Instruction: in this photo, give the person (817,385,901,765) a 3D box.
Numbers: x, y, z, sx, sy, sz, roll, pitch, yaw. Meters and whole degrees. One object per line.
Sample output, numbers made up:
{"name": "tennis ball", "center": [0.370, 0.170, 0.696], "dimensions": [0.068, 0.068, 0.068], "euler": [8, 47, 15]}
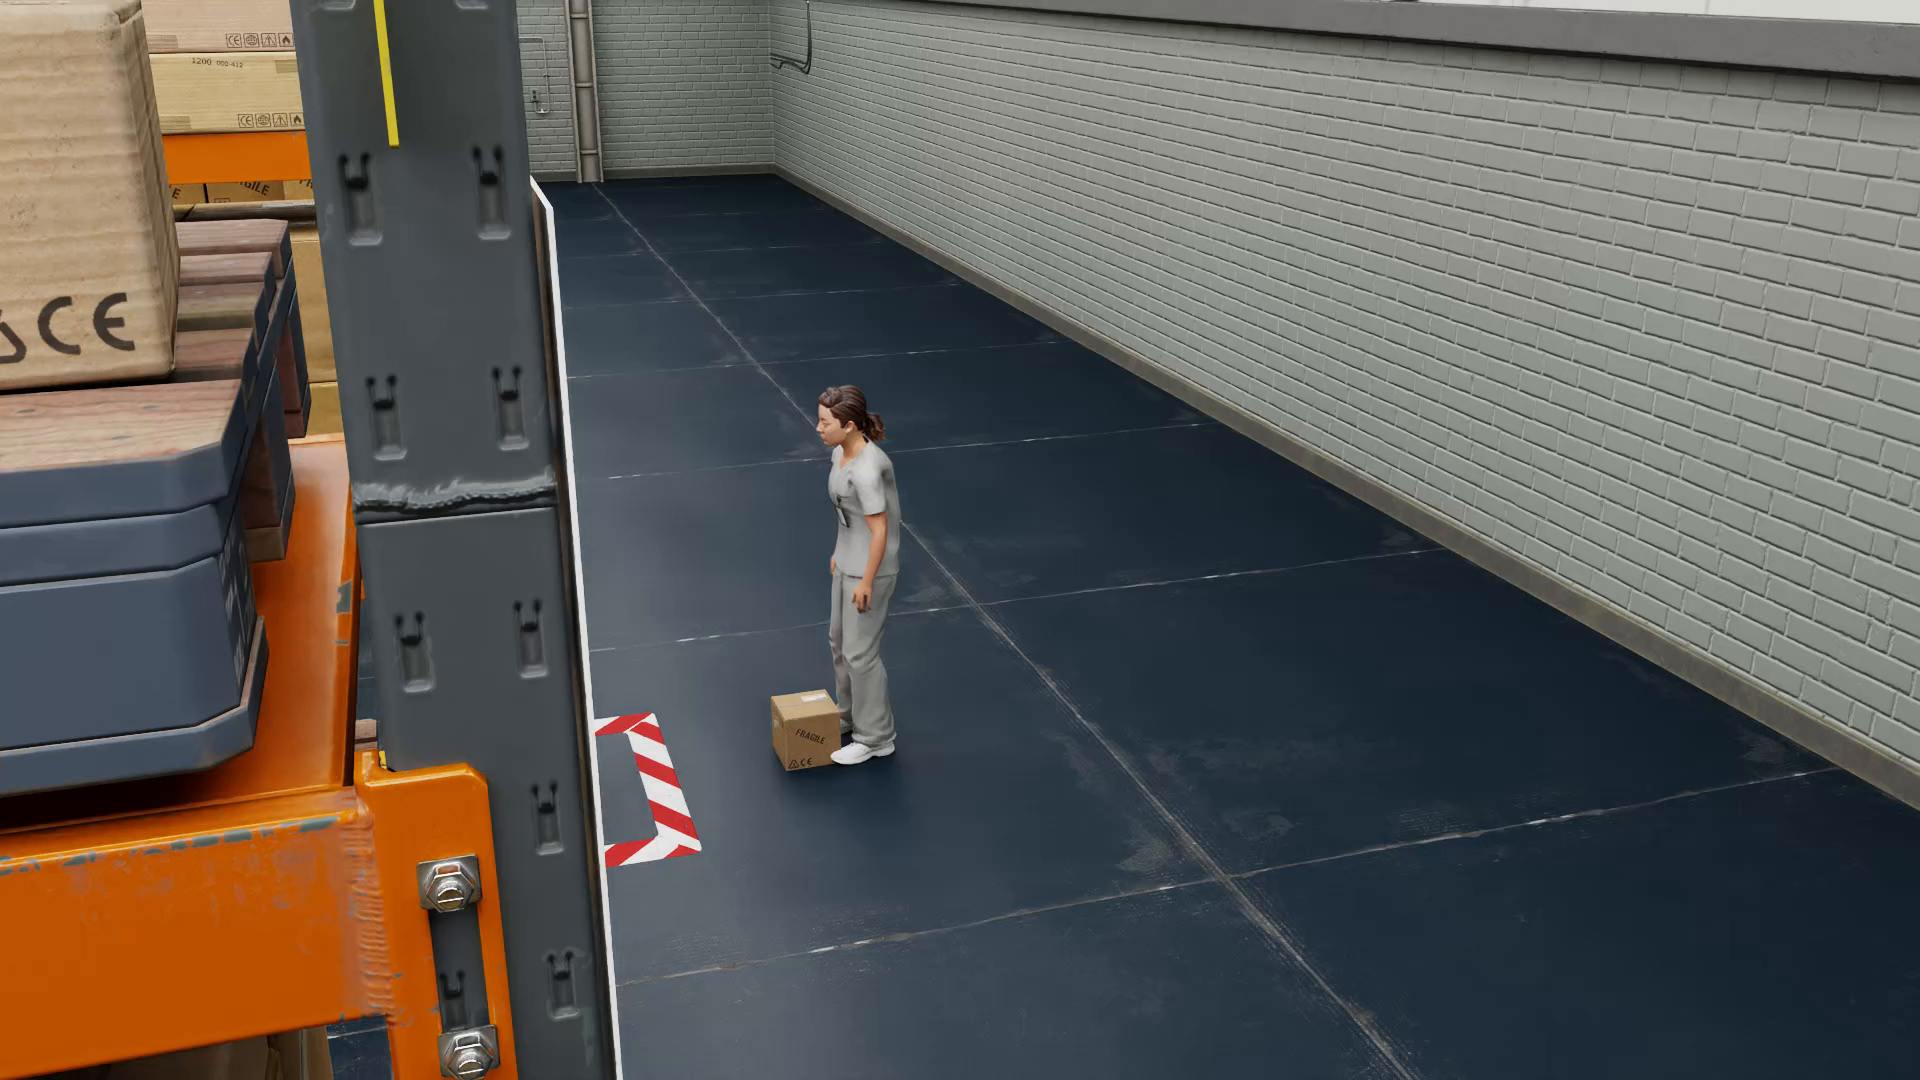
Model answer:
{"name": "person", "center": [-0.444, 0.135, 7.185], "dimensions": [0.357, 1.672, 0.486], "euler": [-7, 20, -18]}
